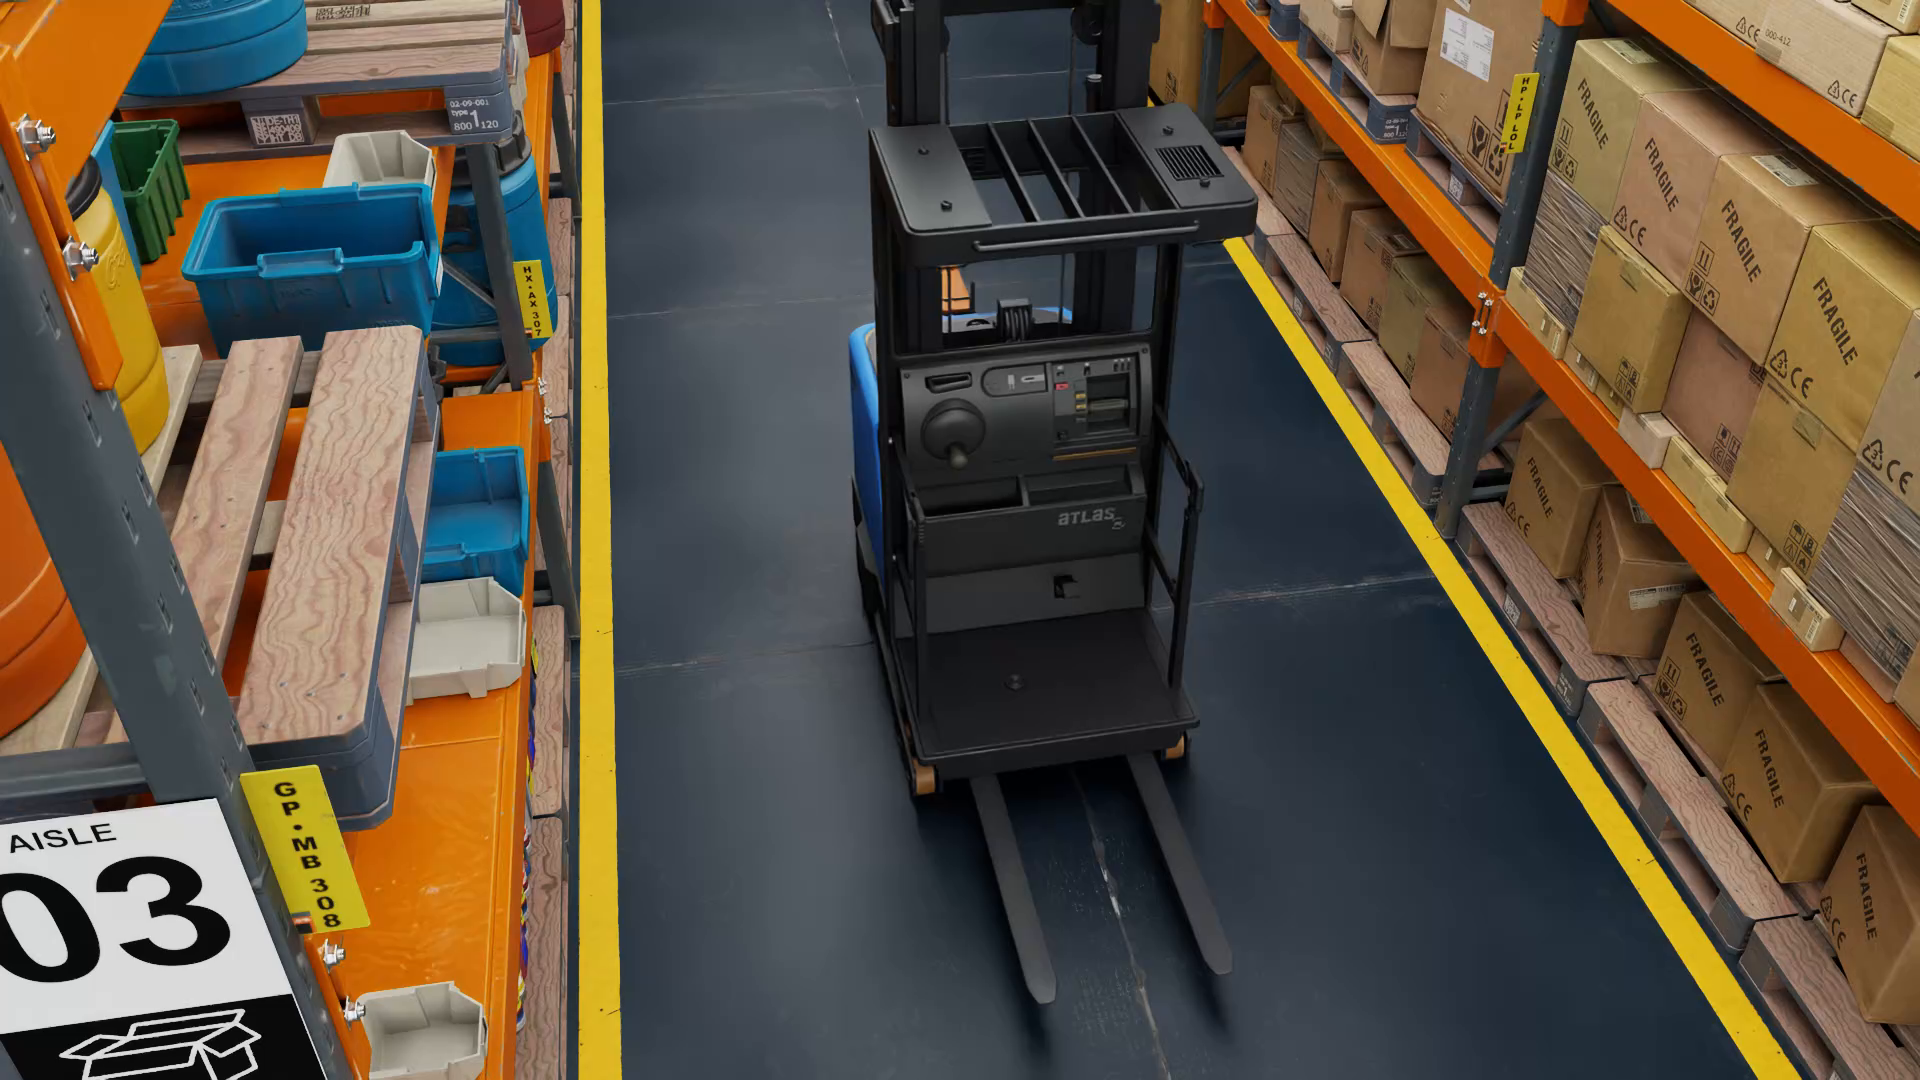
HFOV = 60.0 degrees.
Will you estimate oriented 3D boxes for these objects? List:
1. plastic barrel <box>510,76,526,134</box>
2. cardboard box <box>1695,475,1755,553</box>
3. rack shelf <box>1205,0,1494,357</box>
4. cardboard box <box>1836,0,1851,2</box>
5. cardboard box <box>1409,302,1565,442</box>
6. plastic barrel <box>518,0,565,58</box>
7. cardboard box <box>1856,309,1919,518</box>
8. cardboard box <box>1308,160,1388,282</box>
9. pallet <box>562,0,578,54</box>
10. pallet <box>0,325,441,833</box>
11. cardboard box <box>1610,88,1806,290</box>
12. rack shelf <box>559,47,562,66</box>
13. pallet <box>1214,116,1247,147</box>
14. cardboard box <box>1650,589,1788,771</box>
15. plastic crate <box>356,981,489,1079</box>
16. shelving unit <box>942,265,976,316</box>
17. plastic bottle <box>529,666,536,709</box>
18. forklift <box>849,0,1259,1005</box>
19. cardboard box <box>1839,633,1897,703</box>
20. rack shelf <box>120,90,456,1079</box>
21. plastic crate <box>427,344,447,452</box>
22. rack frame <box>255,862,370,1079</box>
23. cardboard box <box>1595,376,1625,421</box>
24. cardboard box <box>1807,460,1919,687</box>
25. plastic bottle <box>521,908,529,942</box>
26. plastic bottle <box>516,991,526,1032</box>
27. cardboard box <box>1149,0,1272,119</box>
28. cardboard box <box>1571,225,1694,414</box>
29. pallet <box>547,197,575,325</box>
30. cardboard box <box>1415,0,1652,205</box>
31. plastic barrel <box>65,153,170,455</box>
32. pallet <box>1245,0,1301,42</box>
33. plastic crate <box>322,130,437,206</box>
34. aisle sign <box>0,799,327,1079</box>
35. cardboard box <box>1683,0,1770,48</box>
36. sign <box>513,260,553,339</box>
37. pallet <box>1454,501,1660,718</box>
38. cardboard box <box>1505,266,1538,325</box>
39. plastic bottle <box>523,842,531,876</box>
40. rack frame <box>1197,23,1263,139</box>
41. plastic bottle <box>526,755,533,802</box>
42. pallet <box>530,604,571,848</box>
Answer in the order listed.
[{"bbox_3d":[-2.300,-2.098,7.895,0.433,0.535,0.433,0,38,0],"label":"plastic barrel"},{"bbox_3d":[2.750,-0.105,5.645,0.380,0.149,0.250,-6,38,-8],"label":"cardboard box"},{"bbox_3d":[2.381,-2.195,8.717,1.077,0.370,4.000,-6,38,-8],"label":"rack shelf"},{"bbox_3d":[2.672,-1.691,4.834,0.380,0.149,0.250,-7,38,-9],"label":"cardboard box"},{"bbox_3d":[2.646,-0.831,8.054,0.700,0.500,0.500,-9,39,-11],"label":"cardboard box"},{"bbox_3d":[-2.466,-2.961,9.005,0.600,0.536,0.708,-6,38,-8],"label":"plastic barrel"},{"bbox_3d":[2.915,-0.316,4.573,0.500,0.500,0.500,-6,38,-8],"label":"cardboard box"},{"bbox_3d":[2.384,-1.796,9.296,0.700,0.500,0.500,-3,38,-4],"label":"cardboard box"},{"bbox_3d":[-3.452,-3.999,12.725,1.003,0.211,1.213,-6,38,-8],"label":"pallet"},{"bbox_3d":[-1.492,0.057,2.940,1.003,0.211,1.213,-6,38,-8],"label":"pallet"},{"bbox_3d":[2.650,-1.222,5.739,0.500,0.500,0.500,-6,38,-8],"label":"cardboard box"},{"bbox_3d":[-3.196,-4.078,11.141,1.077,0.370,4.000,-6,38,-8],"label":"rack shelf"},{"bbox_3d":[1.967,-3.070,11.530,1.003,0.211,1.213,-6,38,-8],"label":"pallet"},{"bbox_3d":[3.057,0.508,6.347,0.500,0.500,0.500,-9,39,-12],"label":"cardboard box"},{"bbox_3d":[-1.283,1.206,3.967,0.298,0.136,0.250,-6,38,-8],"label":"plastic crate"},{"bbox_3d":[-0.102,-0.793,7.792,0.258,1.200,0.503,-7,38,-9],"label":"shelving unit"},{"bbox_3d":[-1.748,0.492,6.473,0.144,0.351,0.185,-7,38,-9],"label":"plastic bottle"},{"bbox_3d":[0.291,-0.415,5.895,1.130,2.935,3.031,-7,38,-9],"label":"forklift"},{"bbox_3d":[2.945,0.341,5.071,0.380,0.149,0.250,-6,38,-8],"label":"cardboard box"},{"bbox_3d":[-1.794,-0.431,4.001,1.077,0.370,4.000,-6,38,-8],"label":"rack shelf"},{"bbox_3d":[-2.178,-0.384,5.850,0.767,0.338,0.504,-6,38,-8],"label":"plastic crate"},{"bbox_3d":[-1.443,1.677,3.146,1.000,3.000,0.127,-6,38,-8],"label":"rack frame"},{"bbox_3d":[2.629,-0.559,6.230,0.380,0.149,0.250,-6,38,-8],"label":"cardboard box"},{"bbox_3d":[3.113,0.057,4.908,0.875,0.500,0.500,-6,38,-8],"label":"cardboard box"},{"bbox_3d":[-1.514,1.246,5.567,0.097,0.271,0.097,0,38,0],"label":"plastic bottle"},{"bbox_3d":[-1.454,1.453,5.301,0.097,0.271,0.097,0,38,0],"label":"plastic bottle"},{"bbox_3d":[1.930,-3.433,11.114,1.225,0.875,0.875,-8,39,-10],"label":"cardboard box"},{"bbox_3d":[2.803,-0.844,6.067,0.875,0.500,0.500,-6,38,-8],"label":"cardboard box"},{"bbox_3d":[-2.748,-1.581,9.613,1.003,0.211,1.213,-6,38,-8],"label":"pallet"},{"bbox_3d":[2.731,-2.169,7.266,1.000,1.000,1.000,-6,38,-8],"label":"cardboard box"},{"bbox_3d":[-1.768,-0.422,2.908,0.600,0.588,0.600,0,38,0],"label":"plastic barrel"},{"bbox_3d":[2.261,-3.193,9.571,1.213,0.211,1.003,-6,38,-8],"label":"pallet"},{"bbox_3d":[-1.465,-0.893,4.224,0.243,0.136,0.396,-6,38,-8],"label":"plastic crate"},{"bbox_3d":[-1.142,0.663,2.333,0.394,0.787,0.004,-6,38,-8],"label":"aisle sign"},{"bbox_3d":[2.657,-1.778,5.271,0.500,0.250,0.500,-7,38,-8],"label":"cardboard box"},{"bbox_3d":[-1.601,-0.900,6.238,0.100,0.325,0.005,-6,38,-8],"label":"sign"},{"bbox_3d":[2.885,0.232,7.280,1.003,0.211,1.213,-6,38,-8],"label":"pallet"},{"bbox_3d":[2.474,-1.010,6.810,0.380,0.149,0.250,-6,38,-8],"label":"cardboard box"},{"bbox_3d":[-1.567,1.063,5.802,0.097,0.271,0.097,0,38,0],"label":"plastic bottle"},{"bbox_3d":[2.031,-3.687,10.051,1.000,3.000,0.127,-6,38,-8],"label":"rack frame"},{"bbox_3d":[-1.657,0.803,6.072,0.144,0.351,0.185,-6,38,-8],"label":"plastic bottle"},{"bbox_3d":[-2.067,0.773,6.583,1.003,0.211,1.213,-6,38,-8],"label":"pallet"}]
